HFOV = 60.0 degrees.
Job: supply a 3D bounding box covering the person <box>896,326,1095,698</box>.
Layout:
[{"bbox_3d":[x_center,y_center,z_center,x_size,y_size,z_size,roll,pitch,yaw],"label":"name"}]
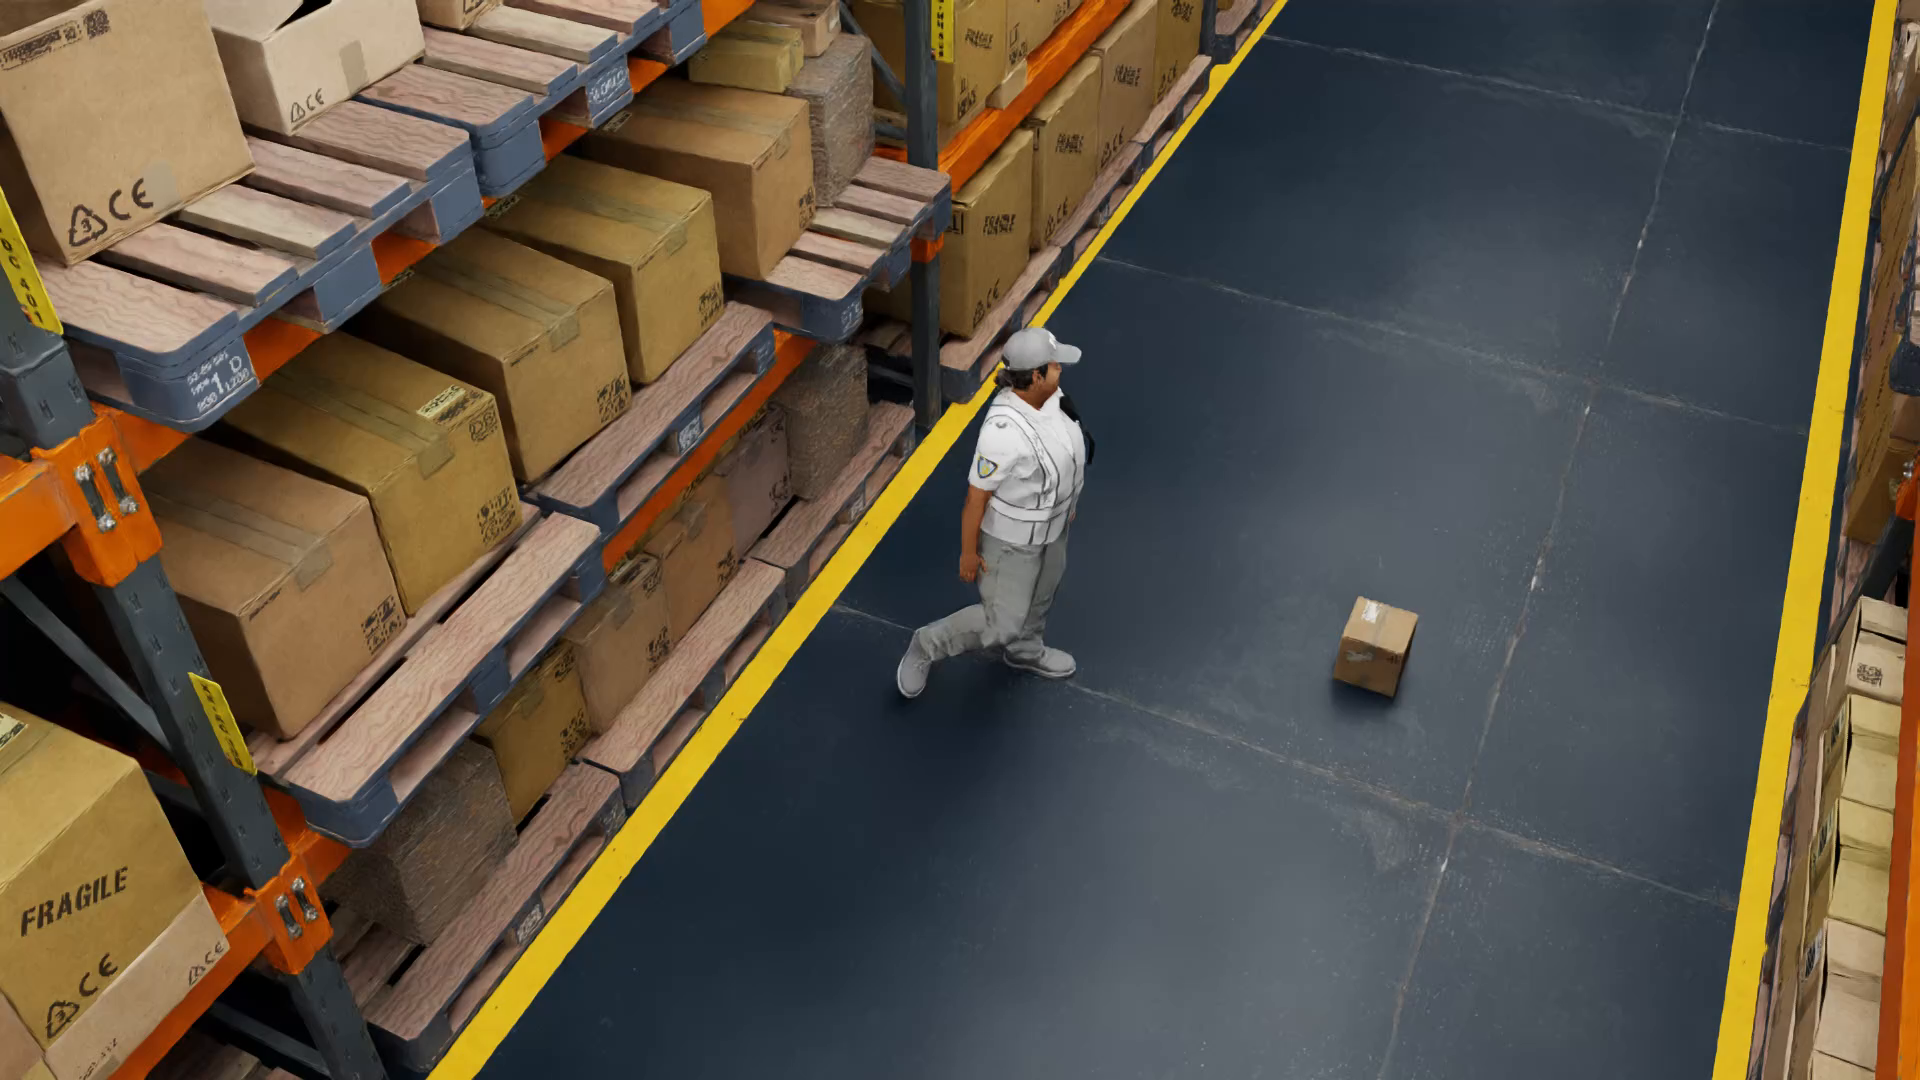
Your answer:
[{"bbox_3d":[0.129,-0.052,6.223,0.587,1.659,0.681,19,46,20],"label":"person"}]
